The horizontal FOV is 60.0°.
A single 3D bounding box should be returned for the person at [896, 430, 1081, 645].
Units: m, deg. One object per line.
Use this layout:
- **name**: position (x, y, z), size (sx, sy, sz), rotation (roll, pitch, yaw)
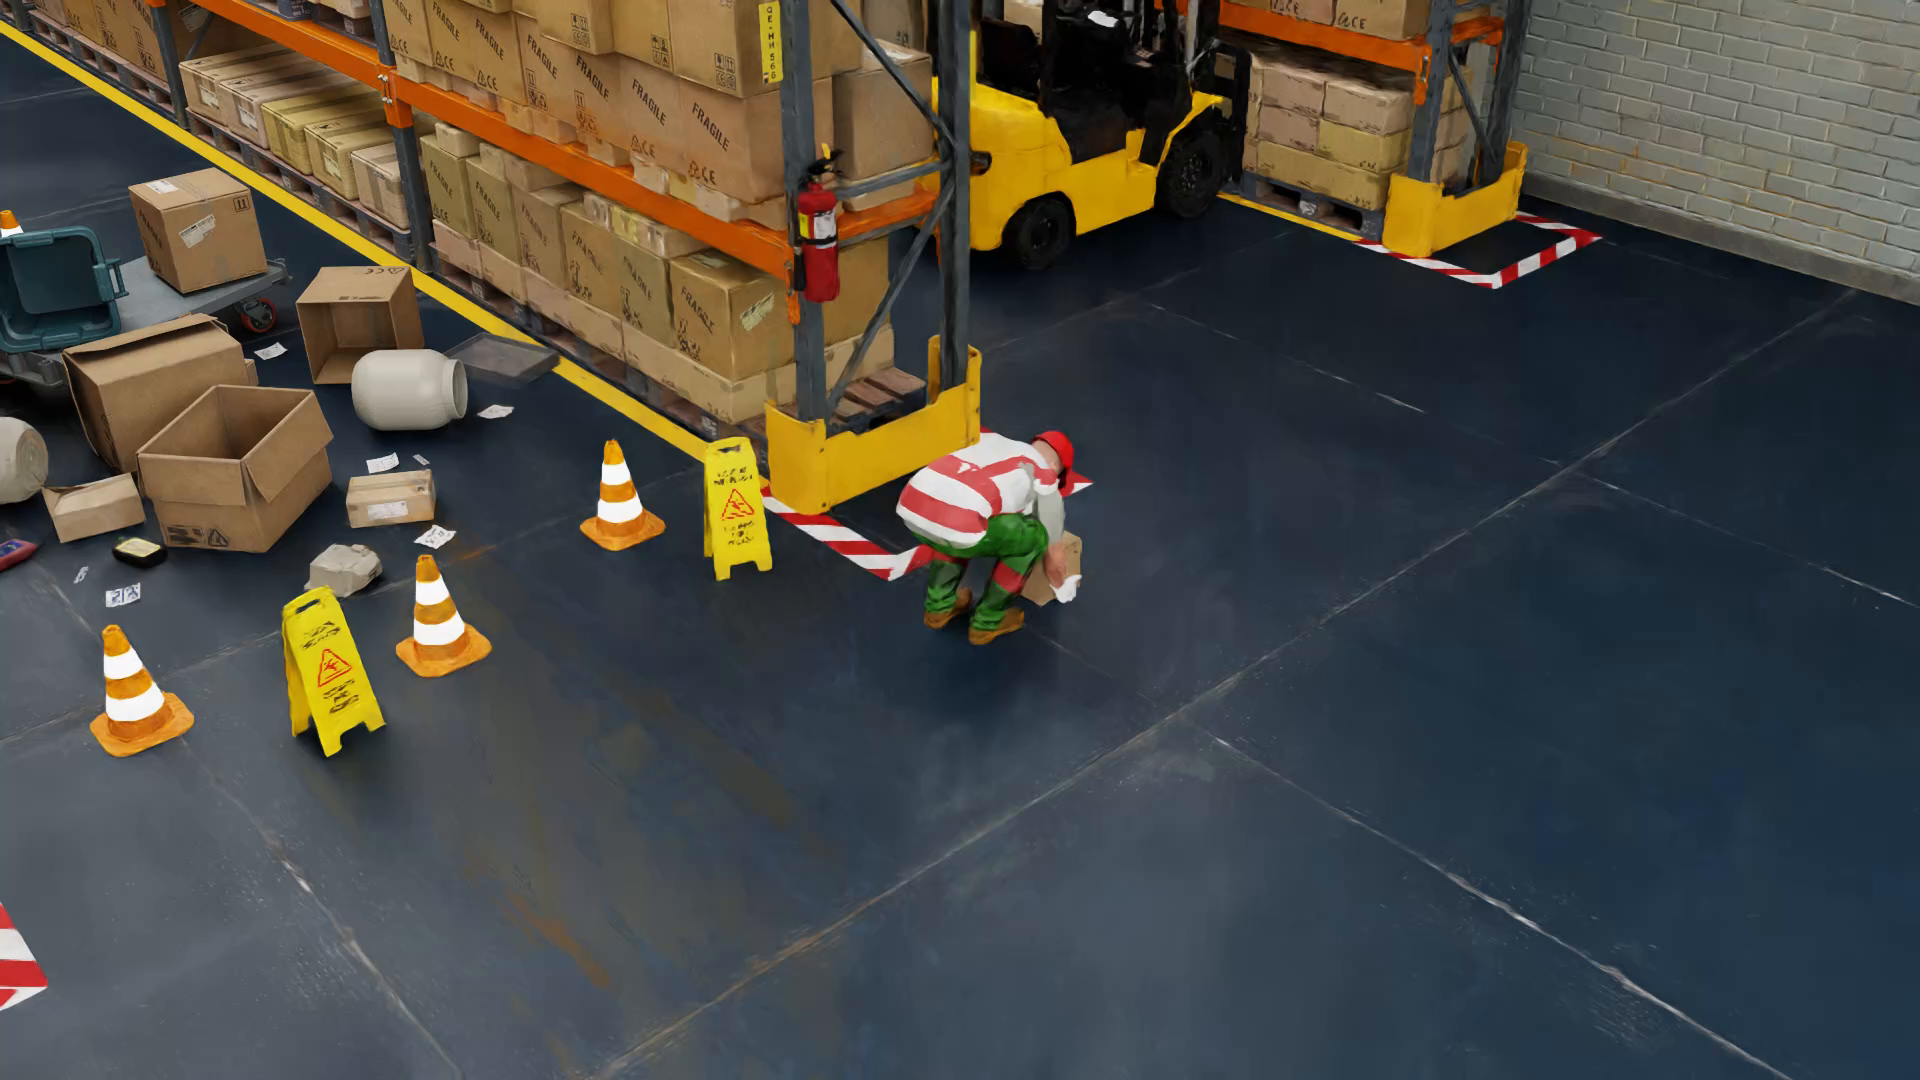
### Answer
- **person**: position (0.147, -0.041, 7.106), size (0.527, 0.869, 0.966), rotation (25, 40, 35)
